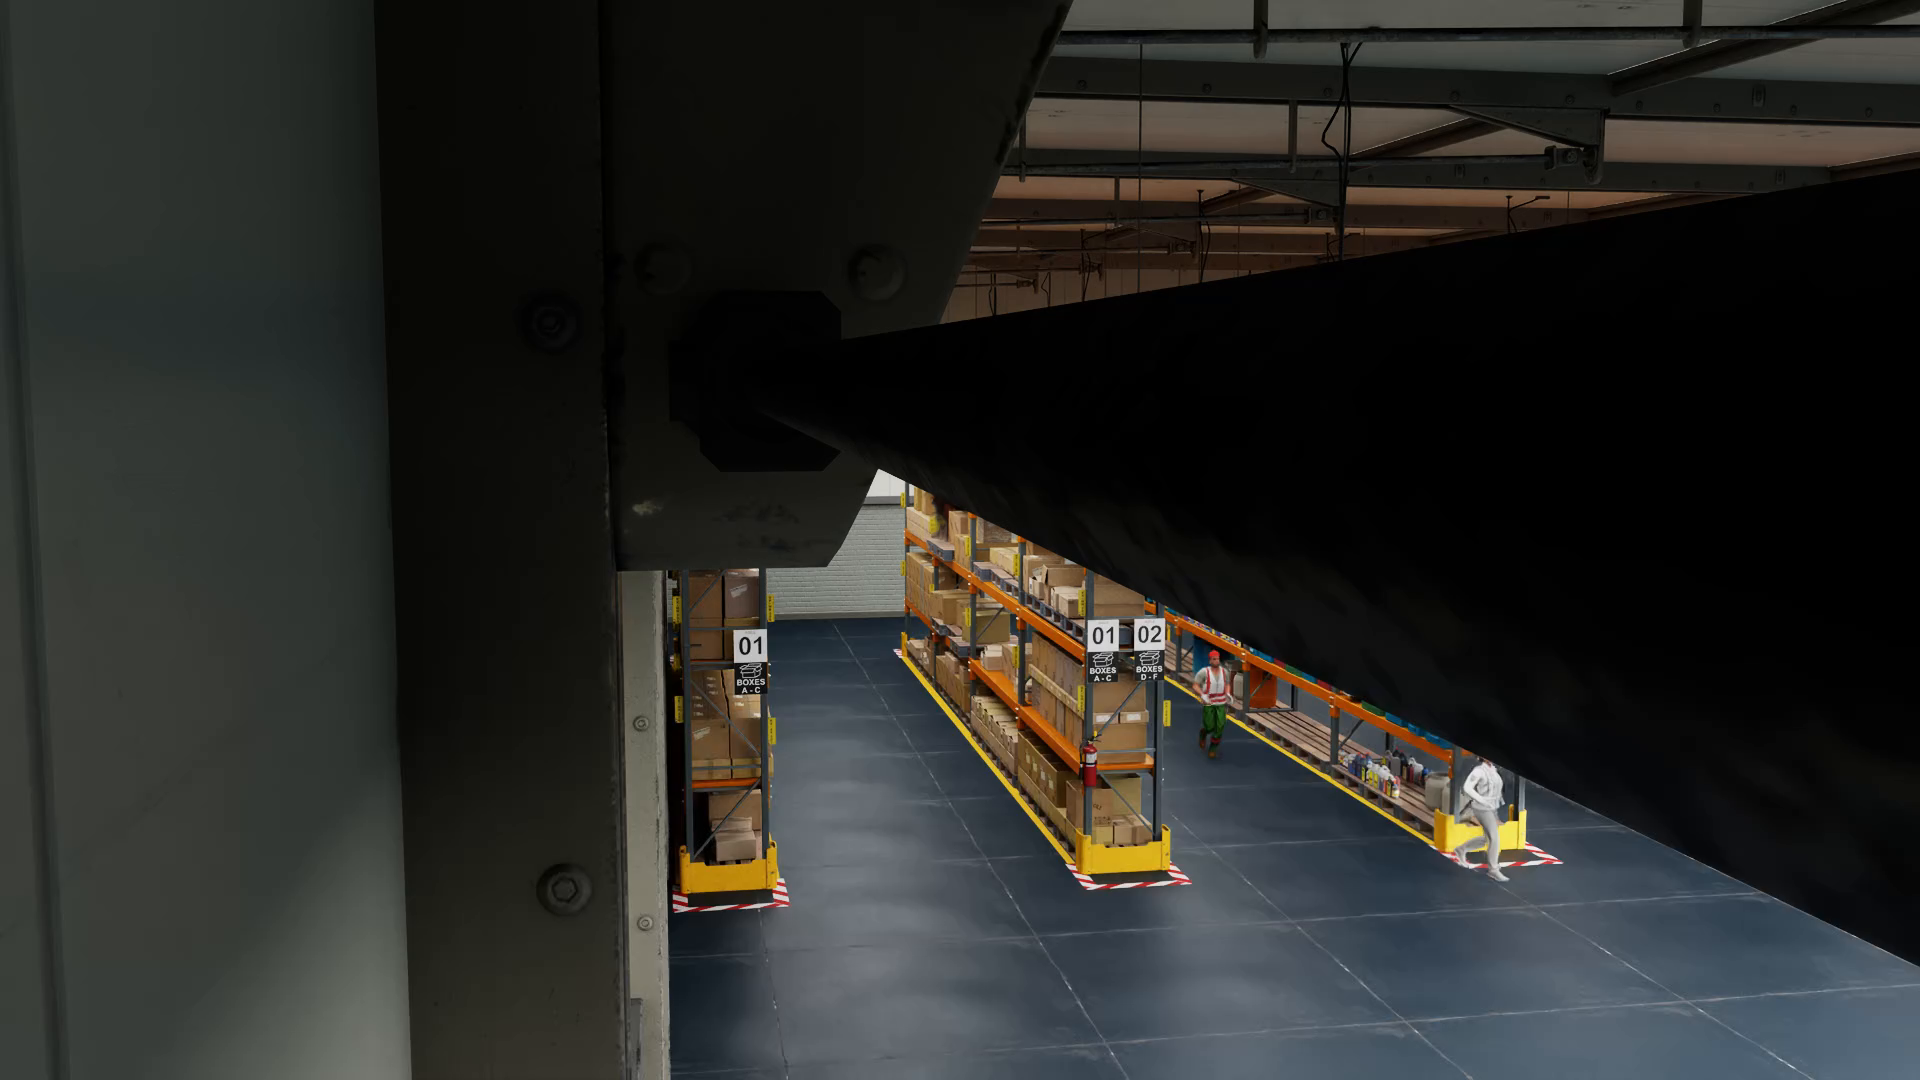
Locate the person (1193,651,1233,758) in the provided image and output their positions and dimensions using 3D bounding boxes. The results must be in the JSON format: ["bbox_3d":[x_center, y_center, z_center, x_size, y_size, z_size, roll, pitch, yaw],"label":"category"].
[{"bbox_3d":[4.117,2.659,27.068,0.643,1.745,0.599,-1,6,-13],"label":"person"}]

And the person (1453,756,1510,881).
[{"bbox_3d":[6.539,3.369,20.716,0.706,1.716,0.668,6,8,44],"label":"person"}]
